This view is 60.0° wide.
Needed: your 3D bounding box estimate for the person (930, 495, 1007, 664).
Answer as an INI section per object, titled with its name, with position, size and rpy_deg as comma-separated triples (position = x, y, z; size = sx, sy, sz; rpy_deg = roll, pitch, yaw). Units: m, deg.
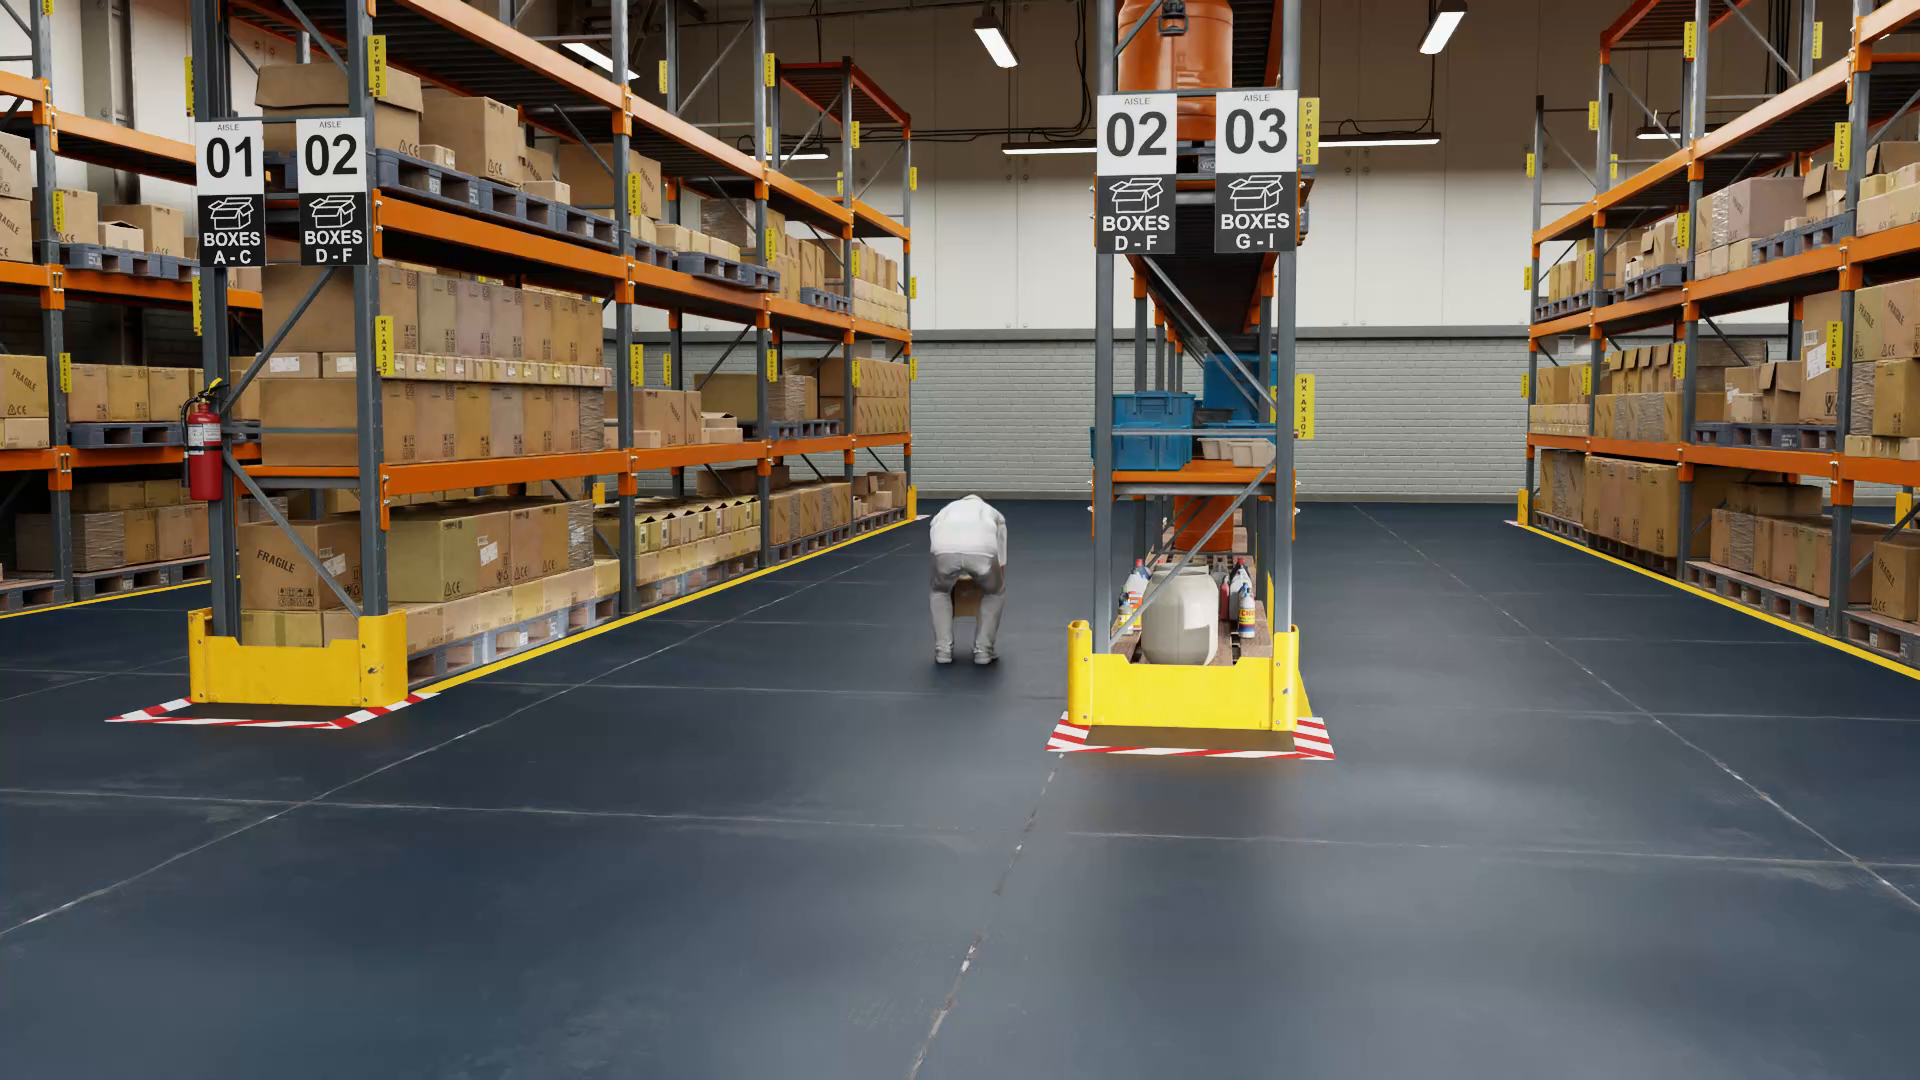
[person]
position = 0.046, 0.246, 10.935
size = 0.515, 1.051, 0.967
rpy_deg = 0, 4, 6
